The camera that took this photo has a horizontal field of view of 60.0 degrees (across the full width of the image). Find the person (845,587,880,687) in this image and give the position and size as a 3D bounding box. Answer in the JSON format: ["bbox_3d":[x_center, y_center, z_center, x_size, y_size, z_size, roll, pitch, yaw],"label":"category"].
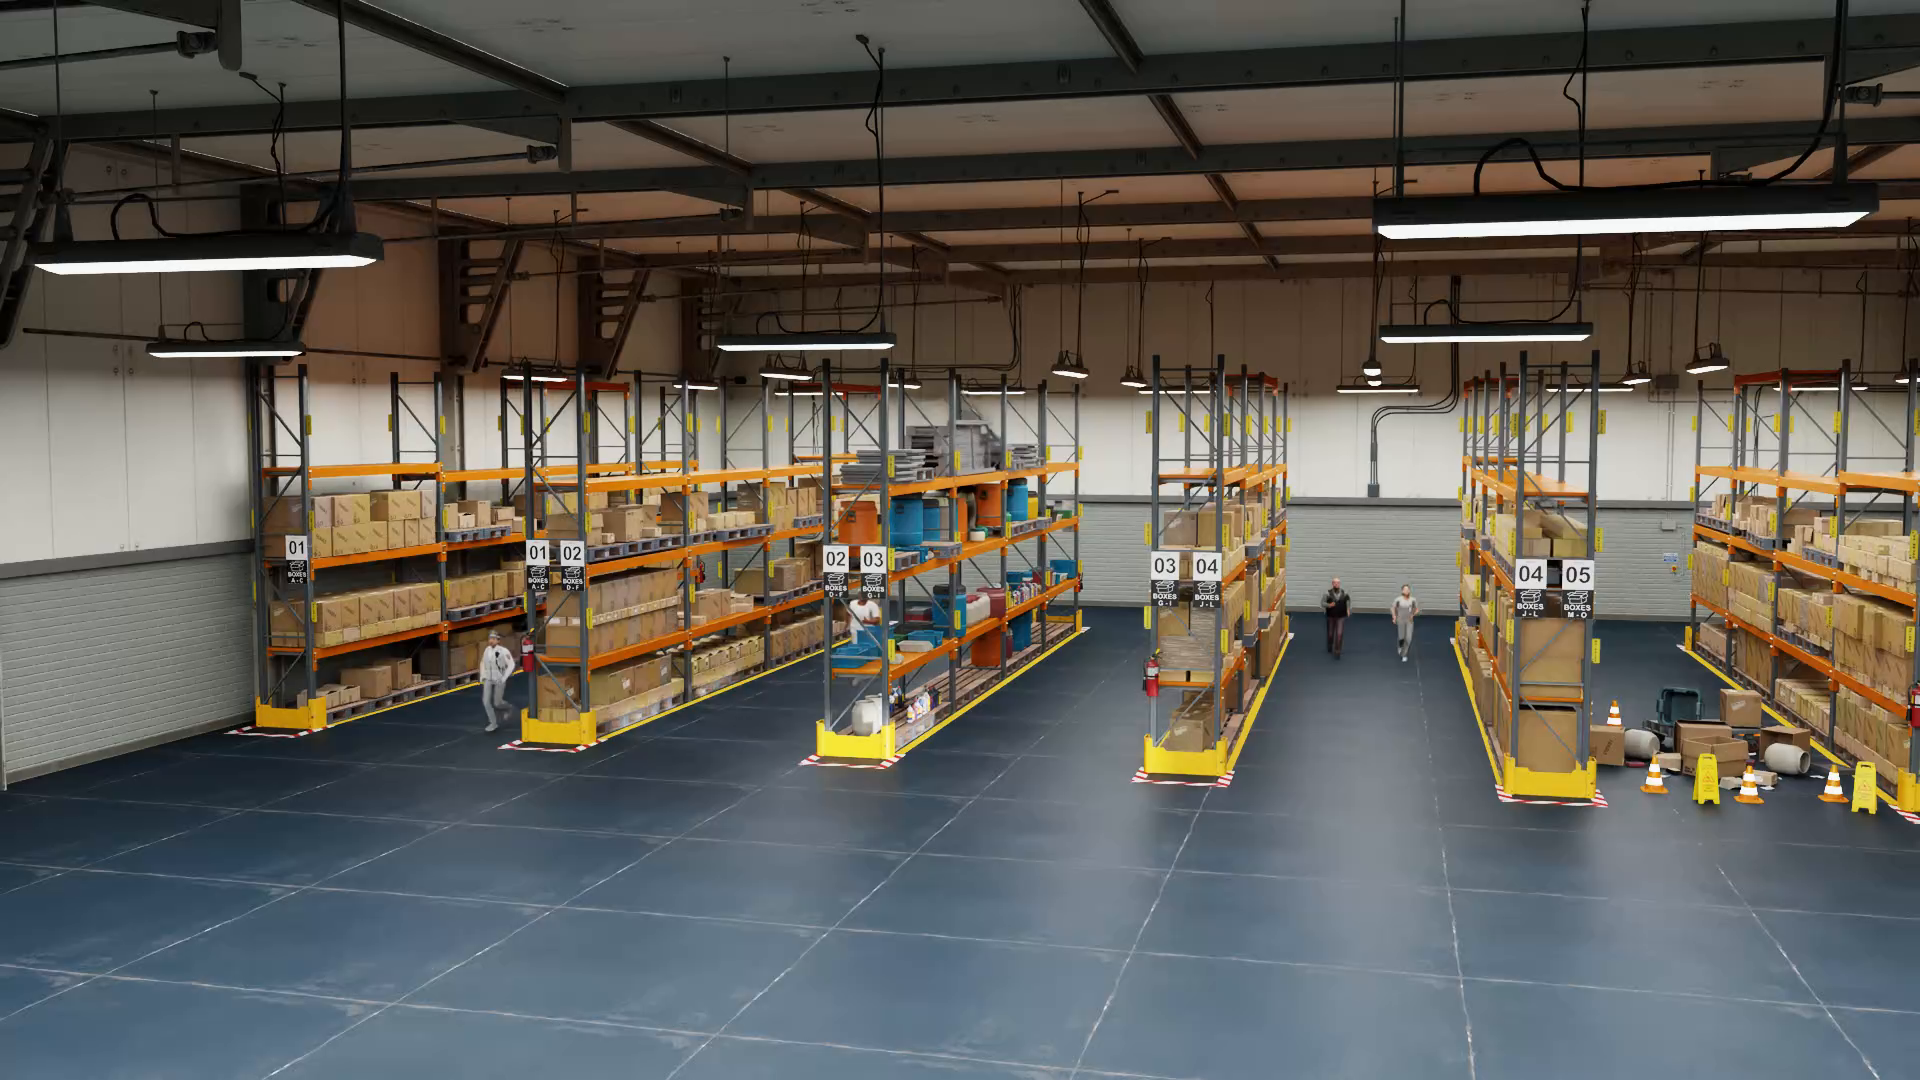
[{"bbox_3d":[-1.801,1.754,30.417,0.685,1.845,0.681,0,4,6],"label":"person"}]

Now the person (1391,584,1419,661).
[{"bbox_3d":[9.477,1.759,35.381,0.572,1.628,0.565,1,4,10],"label":"person"}]

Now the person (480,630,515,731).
[{"bbox_3d":[-7.627,2.291,27.446,0.644,1.650,0.627,1,4,14],"label":"person"}]

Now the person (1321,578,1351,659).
[{"bbox_3d":[8.065,1.666,35.700,0.659,1.704,0.923,1,4,8],"label":"person"}]
